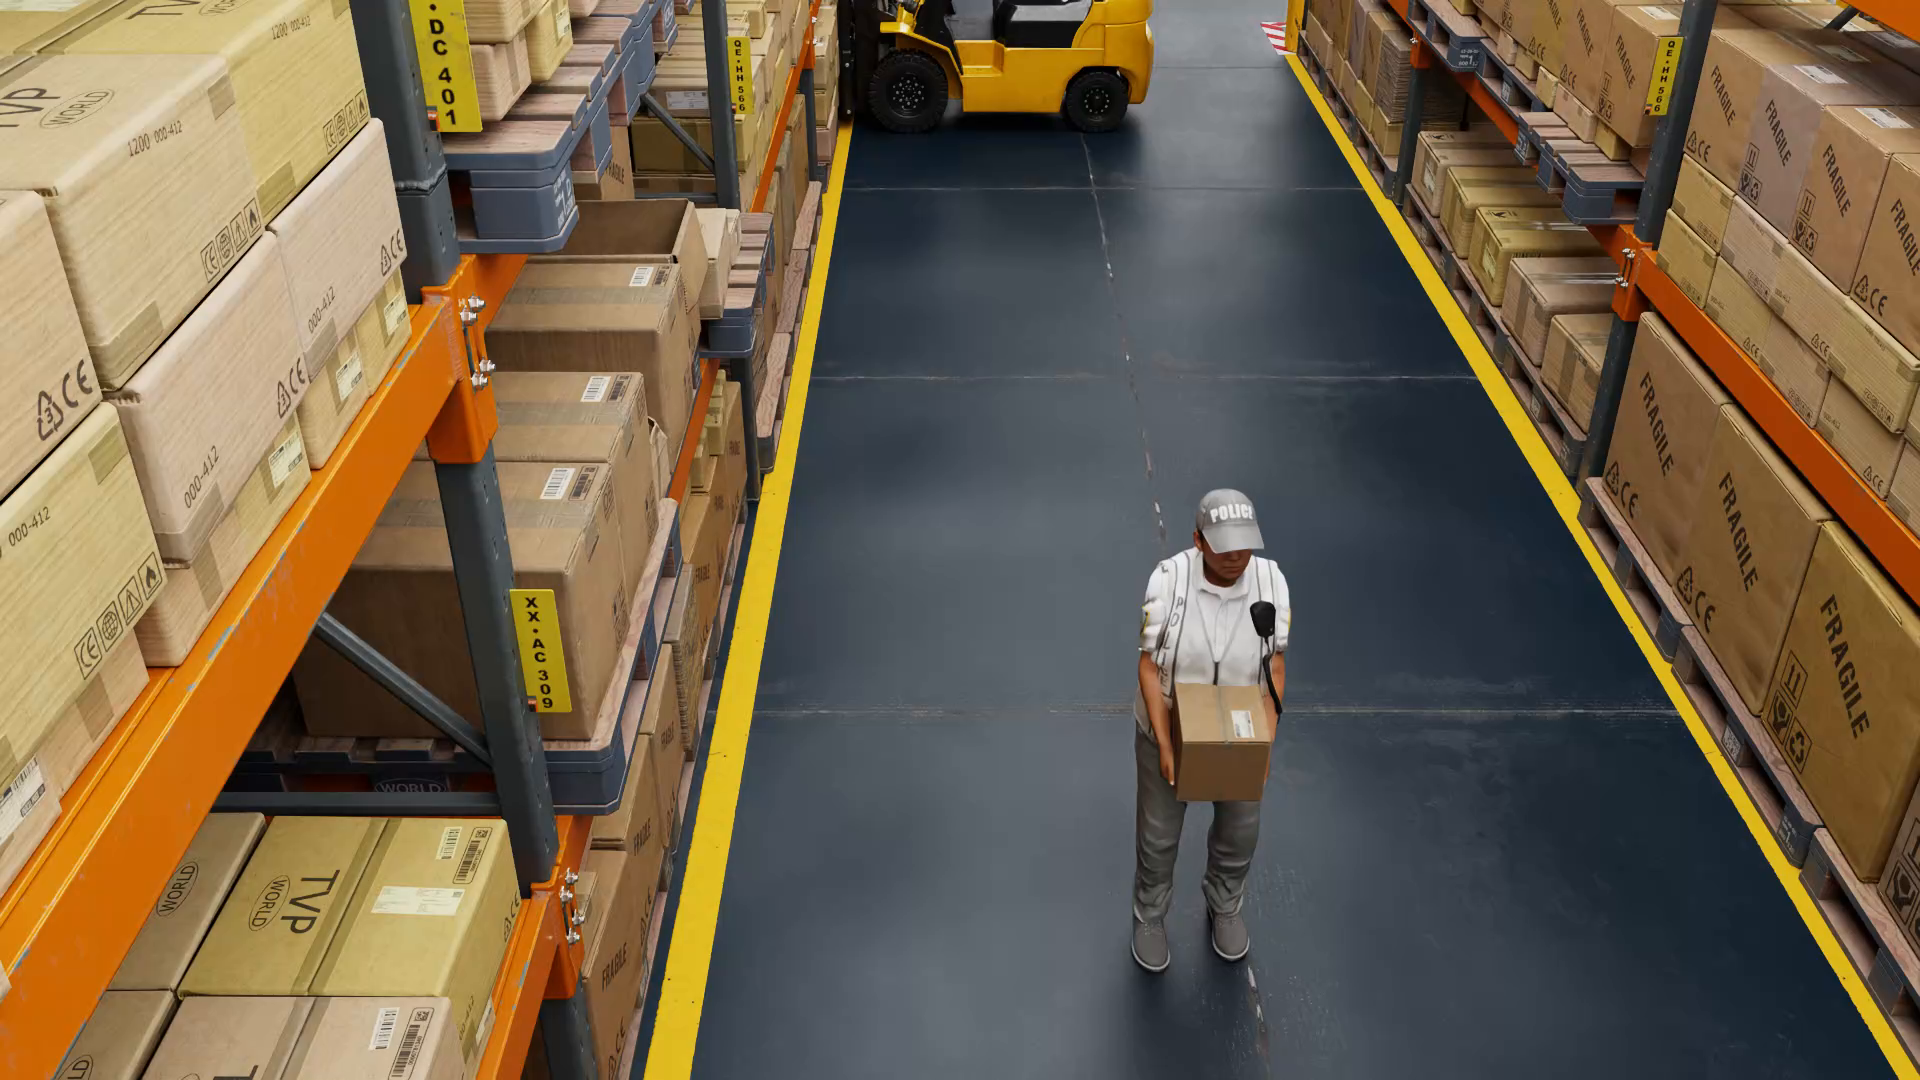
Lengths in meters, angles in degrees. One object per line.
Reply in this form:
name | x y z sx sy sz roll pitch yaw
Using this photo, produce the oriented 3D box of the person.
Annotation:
person | 0.763 0.626 5.130 0.455 1.660 0.536 0 32 0
